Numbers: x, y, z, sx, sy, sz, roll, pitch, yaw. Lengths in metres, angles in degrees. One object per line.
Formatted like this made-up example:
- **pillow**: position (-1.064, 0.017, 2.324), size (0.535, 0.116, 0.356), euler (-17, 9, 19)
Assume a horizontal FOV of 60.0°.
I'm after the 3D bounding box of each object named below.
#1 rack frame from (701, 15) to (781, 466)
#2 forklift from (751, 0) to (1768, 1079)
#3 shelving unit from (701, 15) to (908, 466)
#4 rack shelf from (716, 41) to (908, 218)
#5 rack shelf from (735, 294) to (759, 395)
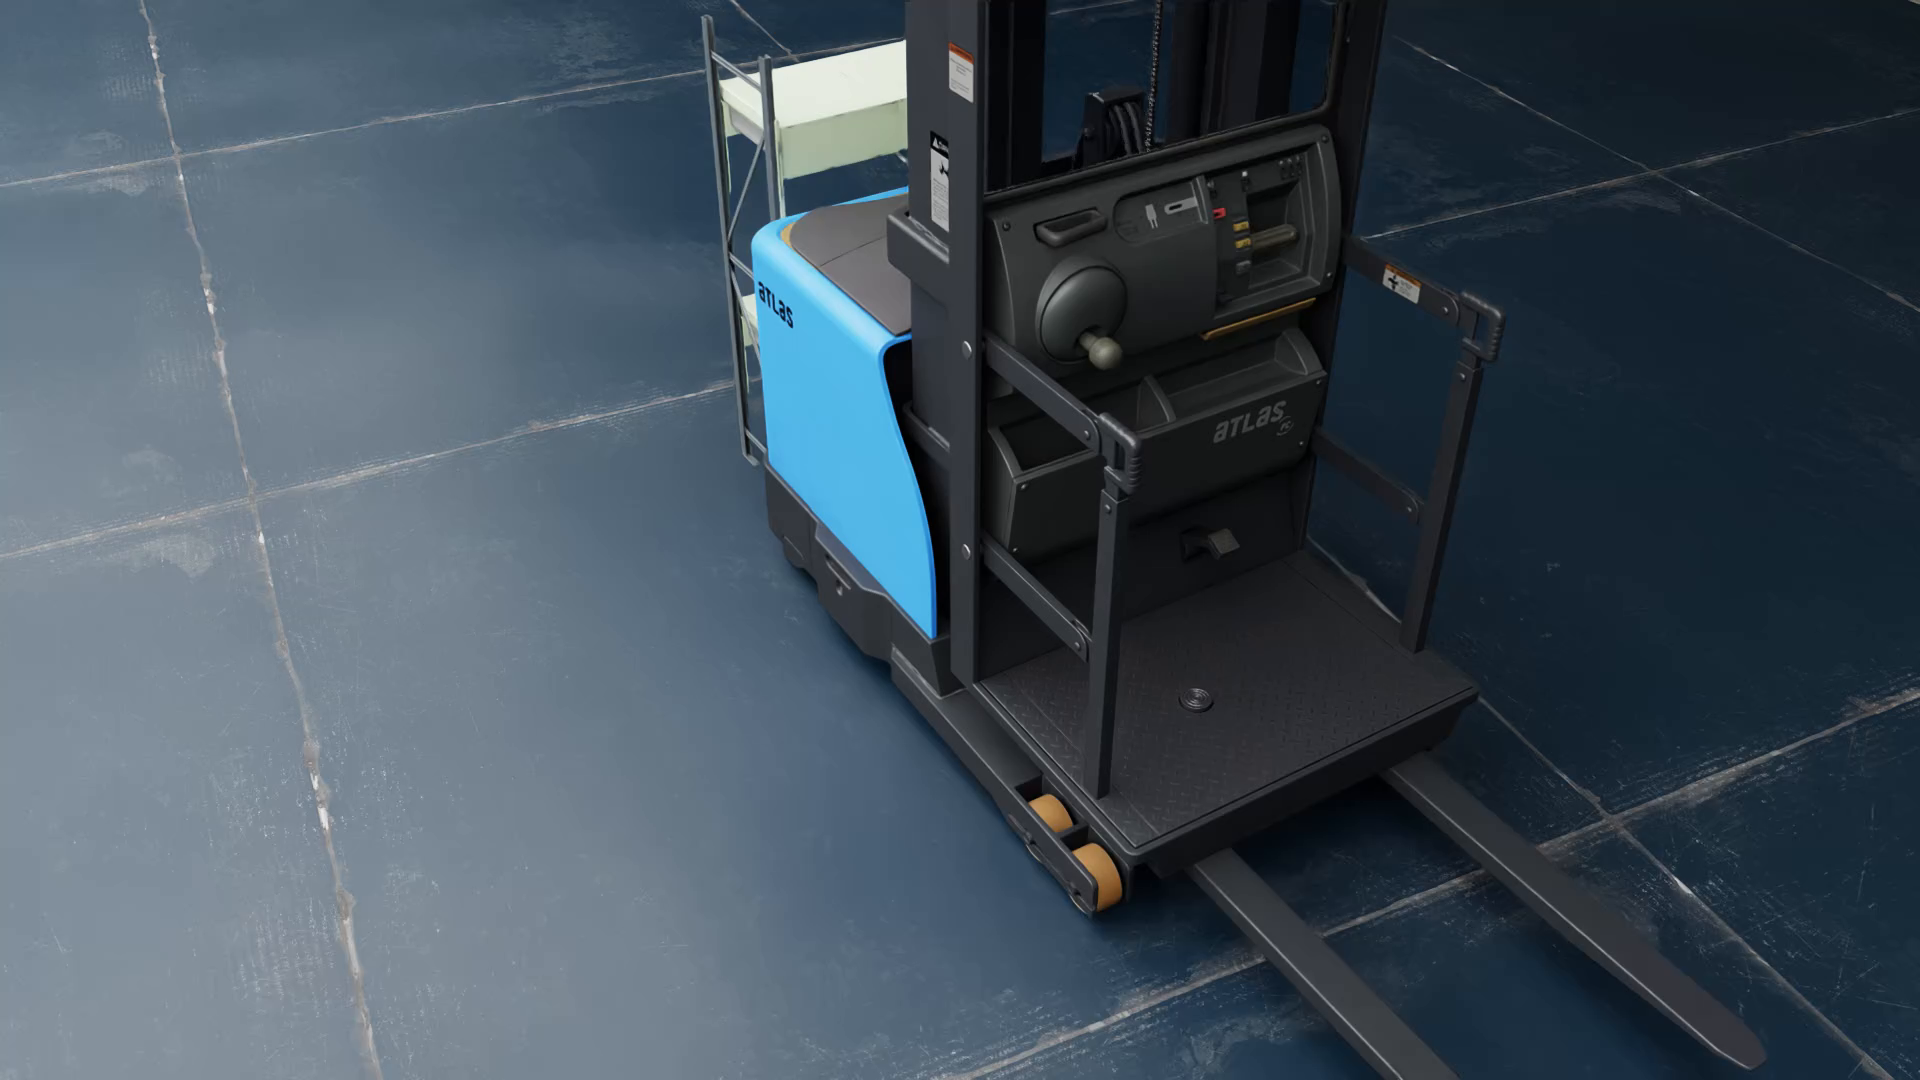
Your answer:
- **rack frame**: position (-0.625, -0.796, 5.065), size (0.023, 1.500, 0.400), euler (-20, 41, -25)
- **forklift**: position (0.598, -0.594, 3.590), size (1.130, 2.935, 3.031), euler (-20, 41, -25)
- **shelving unit**: position (-0.314, -0.912, 5.220), size (0.755, 1.500, 0.431), euler (-20, 41, -25)
- **rack shelf**: position (-0.314, -1.225, 4.988), size (0.720, 0.370, 0.431), euler (-20, 41, -25)
- **rack shelf**: position (-0.314, -0.650, 5.415), size (0.720, 0.370, 0.431), euler (-20, 41, -25)
